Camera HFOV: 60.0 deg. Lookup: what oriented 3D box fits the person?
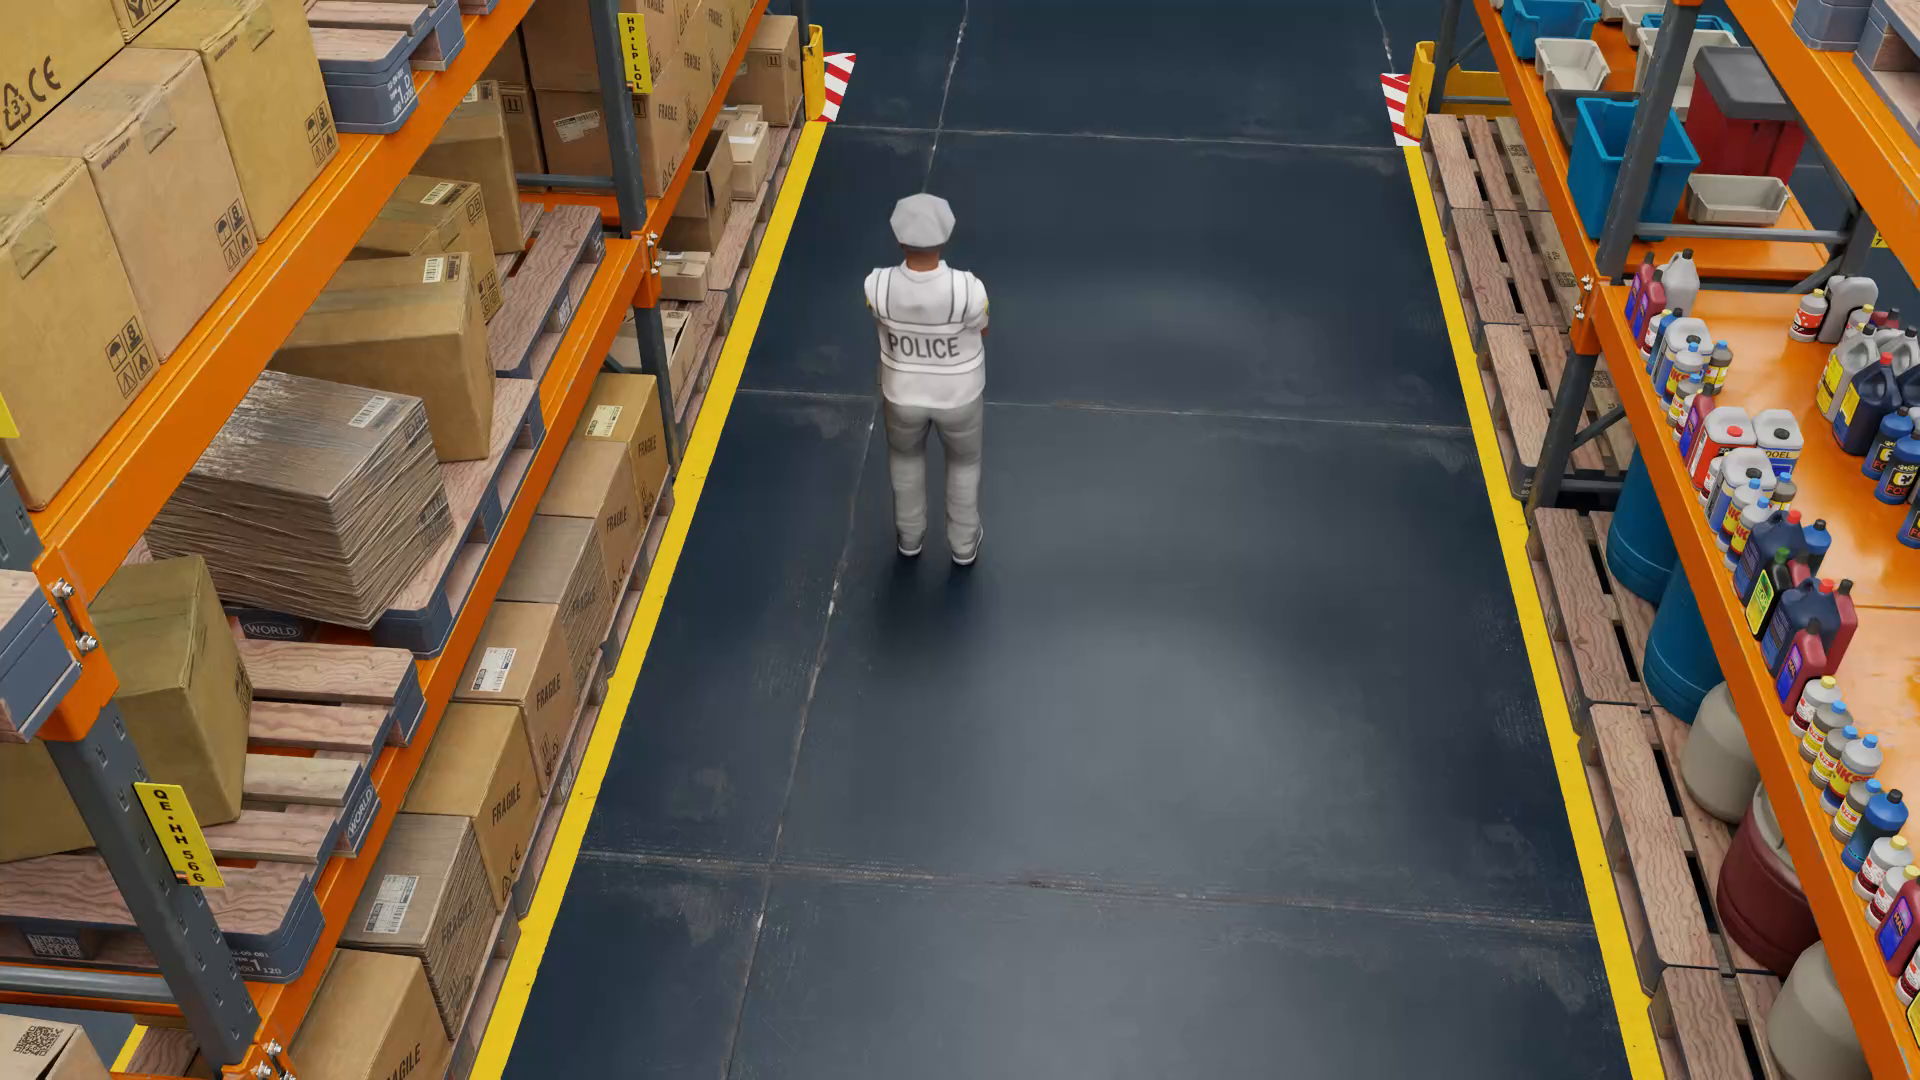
[{"bbox_3d":[-0.120,-0.692,6.973,0.494,1.762,0.565,4,40,5],"label":"person"}]
